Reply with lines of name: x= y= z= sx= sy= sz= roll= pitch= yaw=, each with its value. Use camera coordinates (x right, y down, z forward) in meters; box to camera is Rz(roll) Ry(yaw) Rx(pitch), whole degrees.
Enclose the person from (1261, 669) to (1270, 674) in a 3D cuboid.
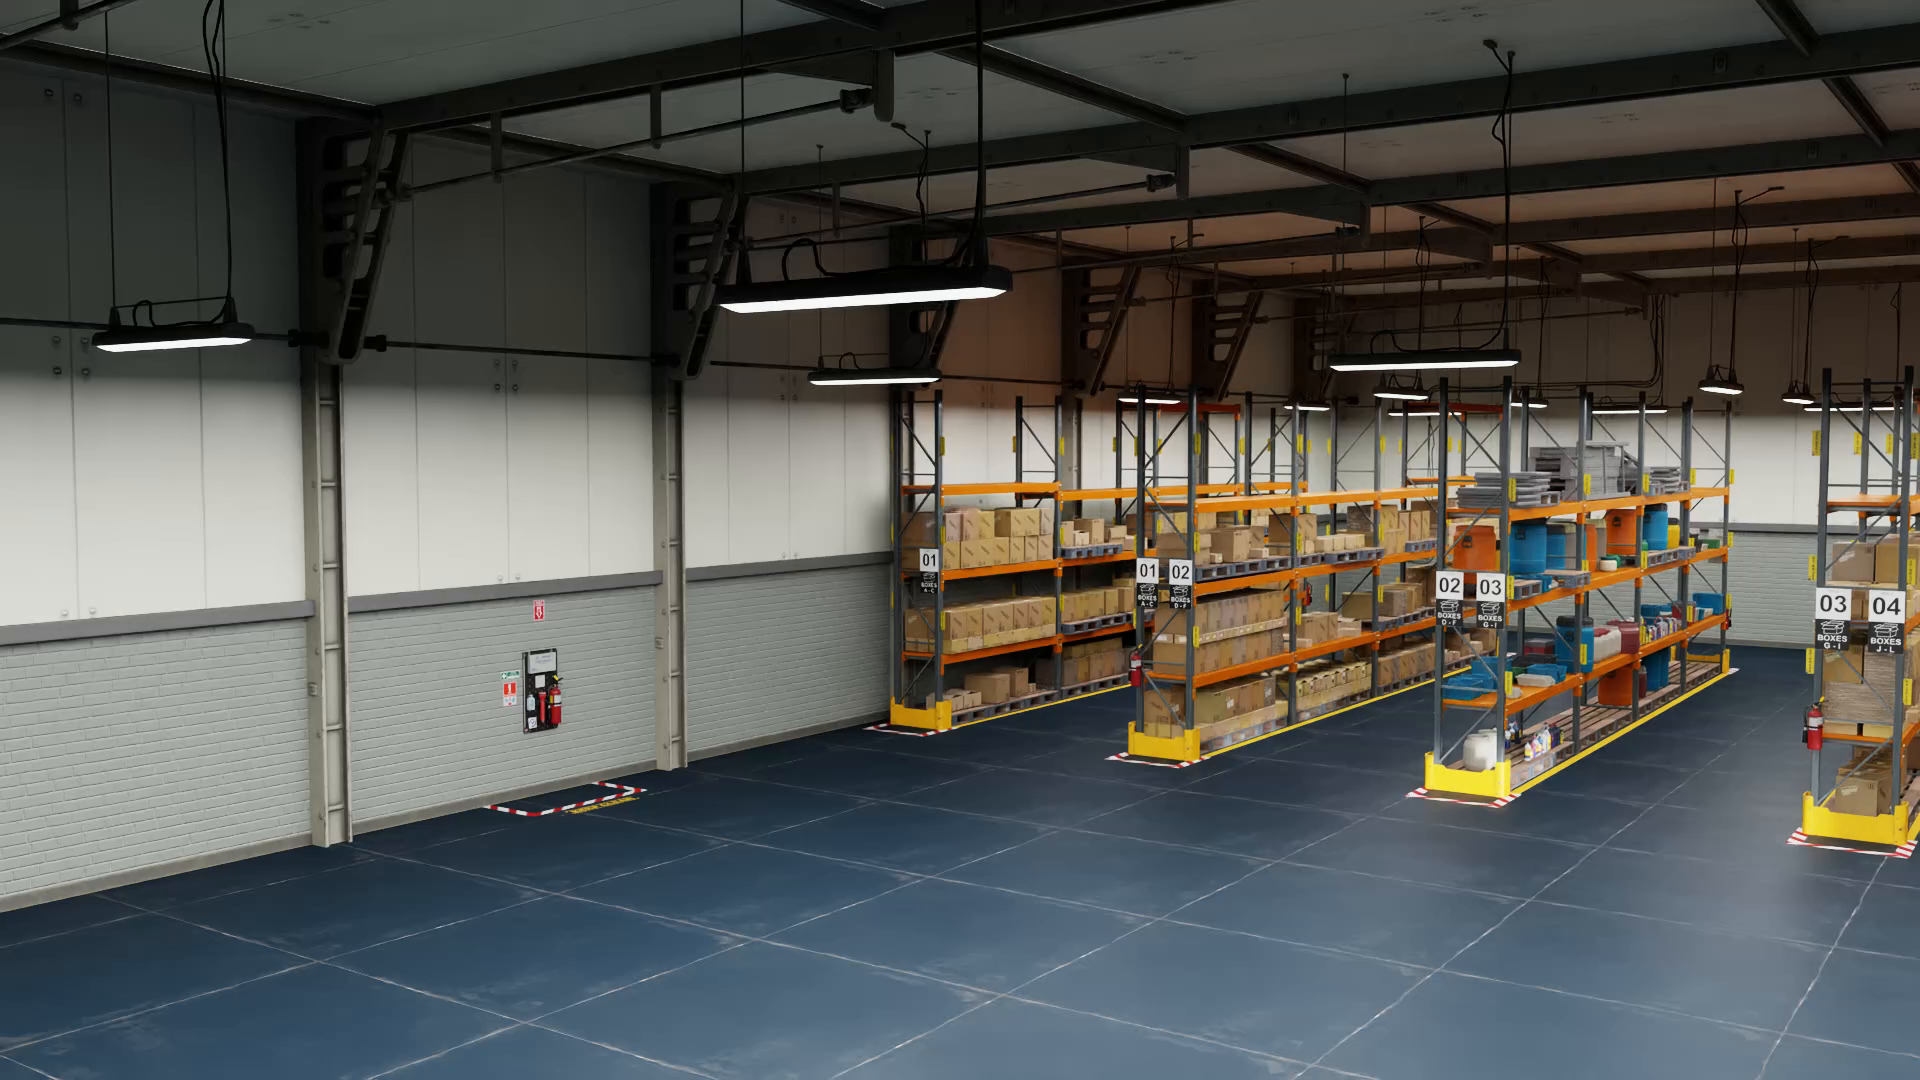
person: x=6.393 y=2.195 z=35.346 sx=0.497 sy=1.612 sz=1.066 roll=2 pitch=4 yaw=32
